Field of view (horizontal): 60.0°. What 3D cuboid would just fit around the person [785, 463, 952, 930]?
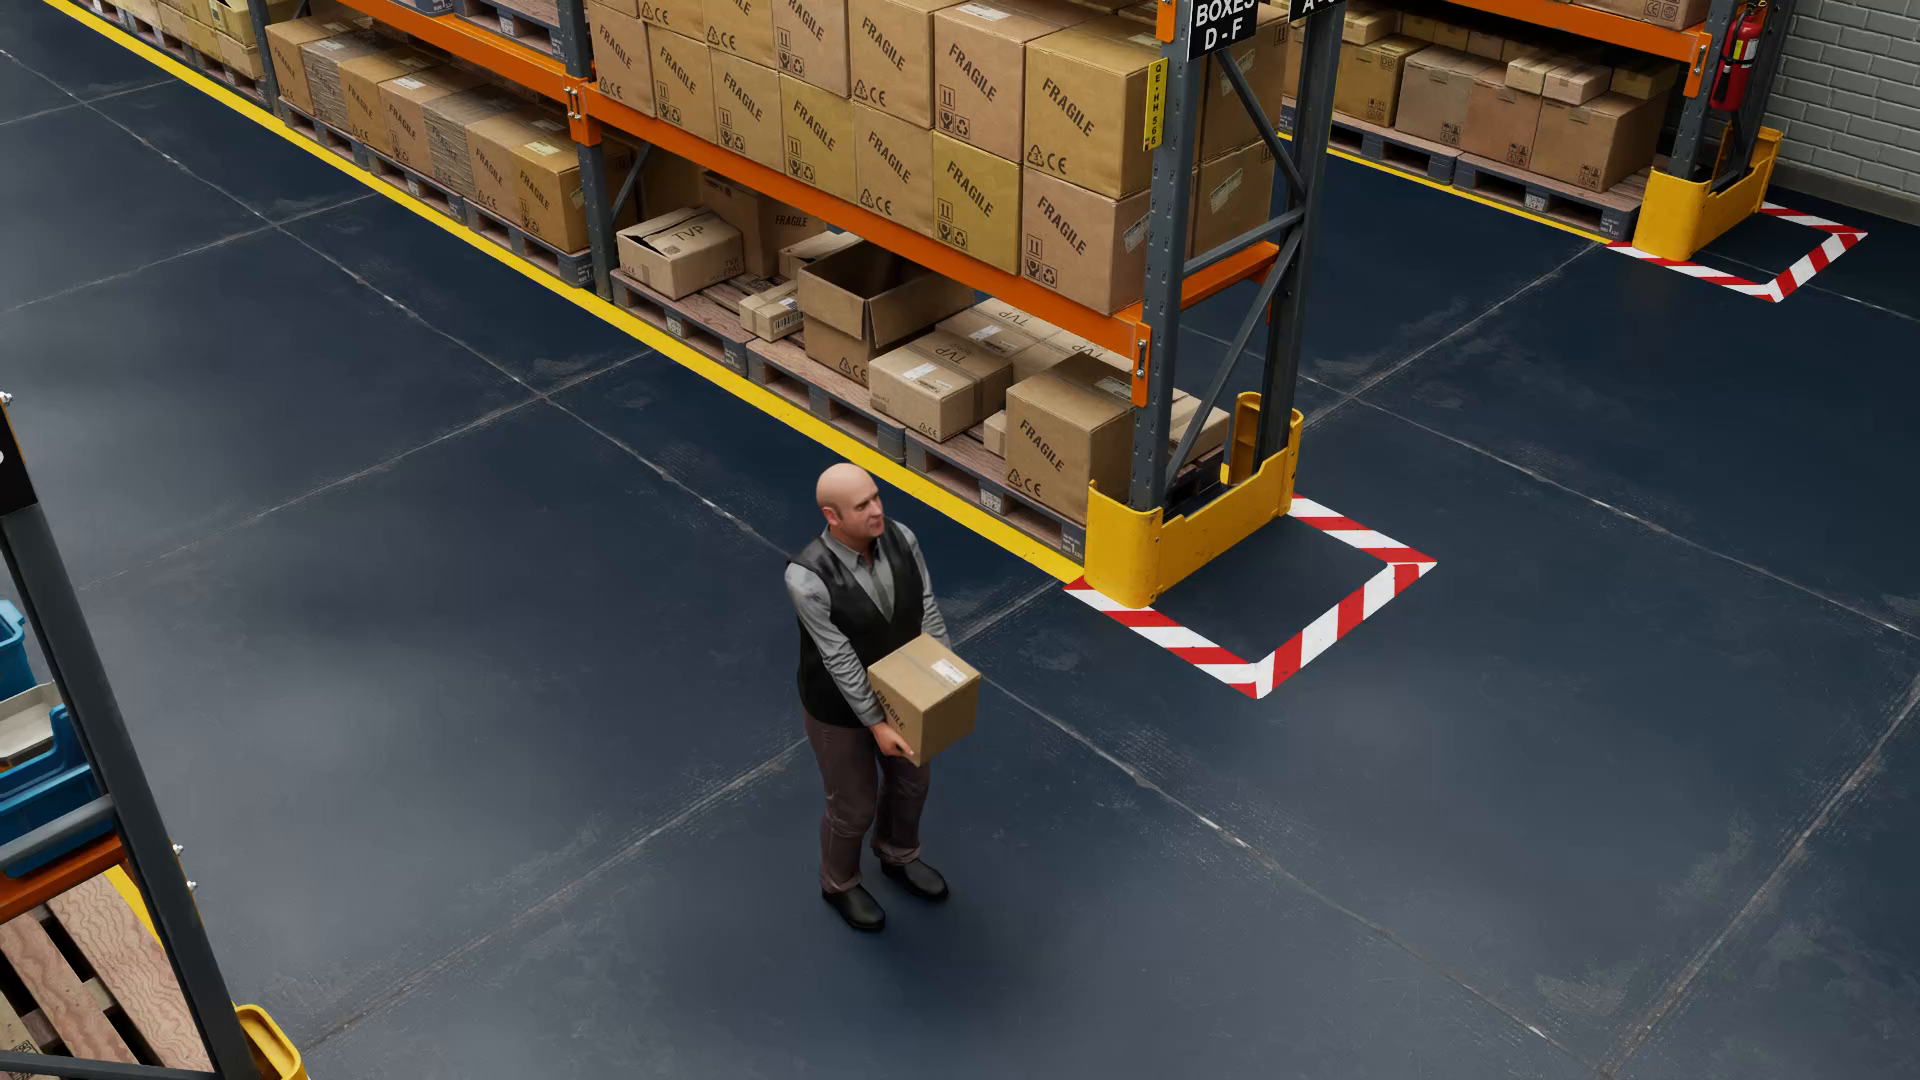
[{"bbox_3d":[-0.235,0.549,5.397,0.494,1.711,0.560,-30,45,-35],"label":"person"}]
